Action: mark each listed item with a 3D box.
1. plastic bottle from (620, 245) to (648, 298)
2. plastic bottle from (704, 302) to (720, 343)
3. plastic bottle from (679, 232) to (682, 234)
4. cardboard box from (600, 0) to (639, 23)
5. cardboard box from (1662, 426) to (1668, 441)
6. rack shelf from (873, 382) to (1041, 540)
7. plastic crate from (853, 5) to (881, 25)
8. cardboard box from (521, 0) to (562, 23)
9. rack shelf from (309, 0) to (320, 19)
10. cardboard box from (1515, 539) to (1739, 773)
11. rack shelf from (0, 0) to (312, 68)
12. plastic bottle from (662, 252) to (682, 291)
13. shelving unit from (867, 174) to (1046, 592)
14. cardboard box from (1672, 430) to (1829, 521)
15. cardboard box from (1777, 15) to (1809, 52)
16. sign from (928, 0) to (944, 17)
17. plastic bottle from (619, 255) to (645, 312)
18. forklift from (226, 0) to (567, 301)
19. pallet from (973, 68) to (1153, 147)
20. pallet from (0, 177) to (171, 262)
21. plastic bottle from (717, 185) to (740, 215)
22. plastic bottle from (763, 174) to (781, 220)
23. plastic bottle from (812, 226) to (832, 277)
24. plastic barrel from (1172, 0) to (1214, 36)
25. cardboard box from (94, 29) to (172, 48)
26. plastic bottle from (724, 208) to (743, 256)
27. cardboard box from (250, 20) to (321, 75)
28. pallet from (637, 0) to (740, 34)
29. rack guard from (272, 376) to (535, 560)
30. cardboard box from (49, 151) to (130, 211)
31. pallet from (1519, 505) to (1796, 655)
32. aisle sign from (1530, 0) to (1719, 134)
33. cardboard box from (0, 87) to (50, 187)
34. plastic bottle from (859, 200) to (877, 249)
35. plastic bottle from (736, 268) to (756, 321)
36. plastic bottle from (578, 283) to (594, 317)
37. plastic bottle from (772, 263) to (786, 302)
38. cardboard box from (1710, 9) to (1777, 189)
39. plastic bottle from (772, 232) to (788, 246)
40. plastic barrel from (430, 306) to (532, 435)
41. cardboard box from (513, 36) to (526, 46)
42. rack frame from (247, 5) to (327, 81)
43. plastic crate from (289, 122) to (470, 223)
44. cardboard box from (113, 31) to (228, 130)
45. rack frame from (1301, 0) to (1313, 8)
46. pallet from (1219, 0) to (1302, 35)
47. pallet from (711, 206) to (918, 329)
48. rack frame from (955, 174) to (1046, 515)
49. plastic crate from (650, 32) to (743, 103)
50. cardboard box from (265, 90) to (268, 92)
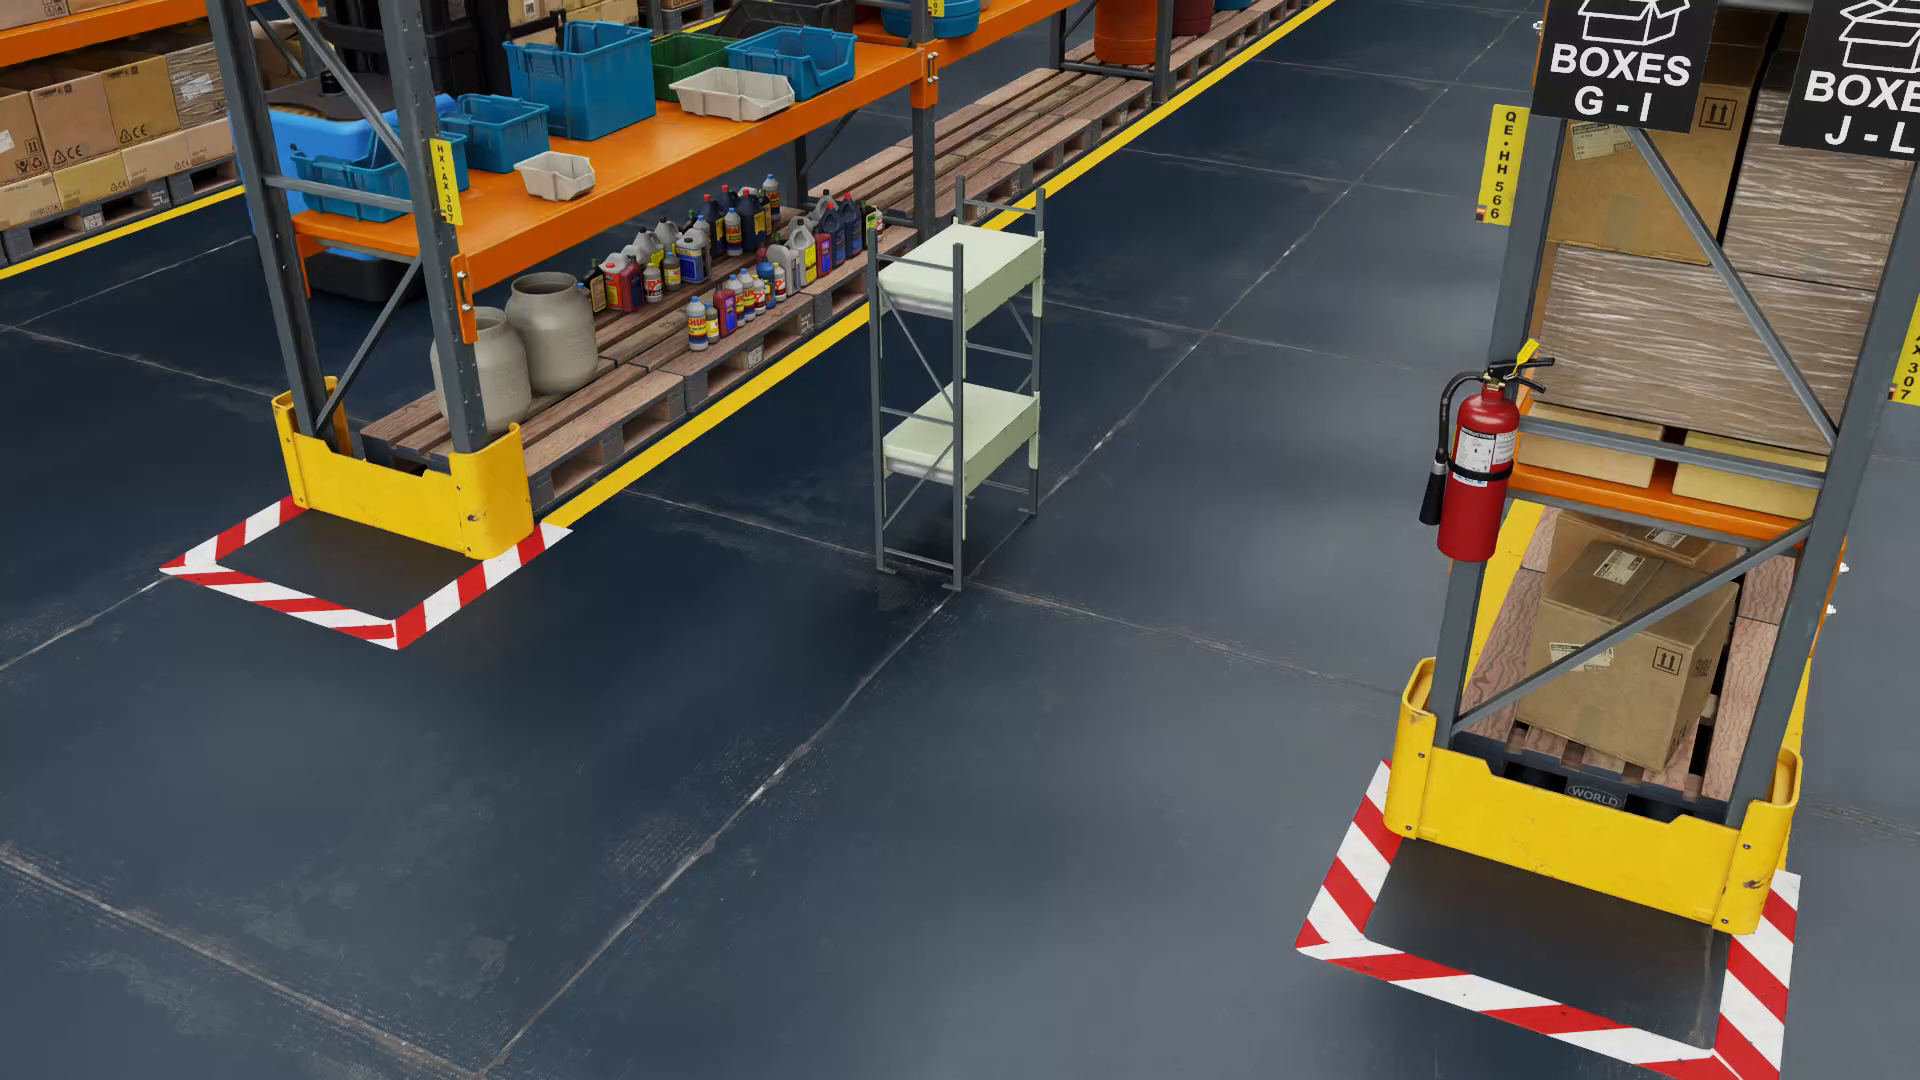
[{"bbox_3d":[-1.795,-1.459,9.072,0.152,0.276,0.135,13,32,22],"label":"plastic bottle"},{"bbox_3d":[-1.293,-1.125,8.566,0.097,0.201,0.097,0,30,0],"label":"plastic bottle"},{"bbox_3d":[-1.594,-1.652,9.483,0.097,0.201,0.097,0,30,0],"label":"plastic bottle"},{"bbox_3d":[-3.230,-4.742,14.835,0.500,0.250,0.500,15,33,24],"label":"cardboard box"},{"bbox_3d":[2.026,-0.420,5.222,0.380,0.149,0.250,14,33,23],"label":"cardboard box"},{"bbox_3d":[-0.003,-0.365,7.034,0.431,0.370,0.720,14,33,23],"label":"rack shelf"},{"bbox_3d":[-0.673,-3.454,10.188,0.402,0.464,0.583,14,33,23],"label":"plastic crate"},{"bbox_3d":[-3.690,-4.531,13.904,0.500,0.311,0.500,14,33,23],"label":"cardboard box"},{"bbox_3d":[-4.118,-4.842,13.392,1.077,0.370,4.000,14,33,23],"label":"rack shelf"},{"bbox_3d":[2.265,0.383,5.658,0.500,0.500,0.500,21,36,32],"label":"cardboard box"},{"bbox_3d":[-5.940,-3.069,10.305,1.077,0.370,4.000,14,33,23],"label":"rack shelf"},{"bbox_3d":[-1.596,-1.493,9.206,0.097,0.201,0.097,0,30,0],"label":"plastic bottle"},{"bbox_3d":[-0.003,-0.647,6.871,0.431,1.500,0.755,14,33,23],"label":"shelving unit"},{"bbox_3d":[2.308,-0.209,4.854,0.380,0.149,0.250,14,33,23],"label":"cardboard box"},{"bbox_3d":[2.693,-1.253,5.017,0.500,0.500,0.500,14,33,23],"label":"cardboard box"},{"bbox_3d":[-0.137,-3.133,9.415,0.100,0.325,0.005,14,33,23],"label":"sign"},{"bbox_3d":[-1.763,-1.377,8.922,0.061,0.283,0.133,14,33,23],"label":"plastic bottle"},{"bbox_3d":[-3.020,-3.334,10.113,1.130,2.935,3.031,15,33,25],"label":"forklift"},{"bbox_3d":[0.813,-3.372,12.909,1.003,0.211,1.213,14,33,23],"label":"pallet"},{"bbox_3d":[-5.984,-2.172,10.821,1.003,0.211,1.213,14,33,23],"label":"pallet"},{"bbox_3d":[-1.359,-1.921,9.801,0.144,0.351,0.185,15,33,25],"label":"plastic bottle"},{"bbox_3d":[-1.157,-2.108,10.207,0.097,0.271,0.097,0,30,0],"label":"plastic bottle"},{"bbox_3d":[-0.783,-1.637,9.375,0.061,0.283,0.133,17,34,27],"label":"plastic bottle"},{"bbox_3d":[1.923,-4.773,14.550,0.600,0.588,0.708,14,33,23],"label":"plastic barrel"},{"bbox_3d":[-5.740,-3.225,11.439,0.500,0.500,0.500,14,33,23],"label":"cardboard box"},{"bbox_3d":[-1.317,-1.794,9.661,0.097,0.271,0.097,0,30,0],"label":"plastic bottle"},{"bbox_3d":[-5.100,-3.745,12.536,0.500,0.311,0.500,14,33,23],"label":"cardboard box"},{"bbox_3d":[-2.833,-5.154,16.013,1.003,0.211,1.213,14,33,23],"label":"pallet"},{"bbox_3d":[-2.451,-0.329,7.321,1.175,0.500,0.348,14,33,23],"label":"rack guard"},{"bbox_3d":[-5.724,-2.336,10.645,0.500,0.250,0.500,14,33,23],"label":"cardboard box"},{"bbox_3d":[2.959,0.039,6.970,1.003,0.211,1.213,14,33,23],"label":"pallet"},{"bbox_3d":[1.670,-1.413,4.088,0.394,0.787,0.004,14,33,23],"label":"aisle sign"},{"bbox_3d":[-5.967,-2.443,10.079,0.500,0.500,0.500,14,33,23],"label":"cardboard box"},{"bbox_3d":[-0.547,-1.867,9.775,0.061,0.283,0.133,16,34,26],"label":"plastic bottle"},{"bbox_3d":[-1.139,-1.306,8.810,0.097,0.271,0.097,0,30,0],"label":"plastic bottle"},{"bbox_3d":[-1.997,-1.260,8.800,0.097,0.201,0.097,0,30,0],"label":"plastic bottle"},{"bbox_3d":[-1.000,-1.411,9.063,0.097,0.201,0.097,0,30,0],"label":"plastic bottle"},{"bbox_3d":[2.219,-1.374,5.228,0.500,0.500,0.500,14,33,23],"label":"cardboard box"},{"bbox_3d":[-0.996,-1.588,9.289,0.061,0.283,0.133,14,33,23],"label":"plastic bottle"},{"bbox_3d":[-2.212,-0.781,7.675,0.421,0.512,0.421,0,30,0],"label":"plastic barrel"},{"bbox_3d":[-3.925,-4.062,13.650,0.500,0.250,0.500,15,33,24],"label":"cardboard box"},{"bbox_3d":[-5.029,-4.268,11.669,1.000,3.000,0.127,14,33,23],"label":"rack frame"},{"bbox_3d":[-2.482,-1.594,7.163,0.499,0.251,0.616,14,33,23],"label":"plastic crate"},{"bbox_3d":[-5.284,-3.108,11.237,0.500,0.500,0.500,14,33,23],"label":"cardboard box"},{"bbox_3d":[3.023,-6.689,15.886,1.000,3.000,0.127,14,33,23],"label":"rack frame"},{"bbox_3d":[2.634,-5.147,16.001,1.003,0.211,1.213,14,33,23],"label":"pallet"},{"bbox_3d":[-0.965,-1.645,9.902,1.003,0.211,1.213,14,33,23],"label":"pallet"},{"bbox_3d":[0.164,-0.810,7.154,0.400,1.500,0.023,14,33,23],"label":"rack frame"},{"bbox_3d":[-1.491,-2.513,8.826,0.450,0.188,0.662,14,33,23],"label":"plastic crate"},{"bbox_3d":[-5.046,-3.002,11.805,0.500,0.250,0.500,14,33,23],"label":"cardboard box"}]
